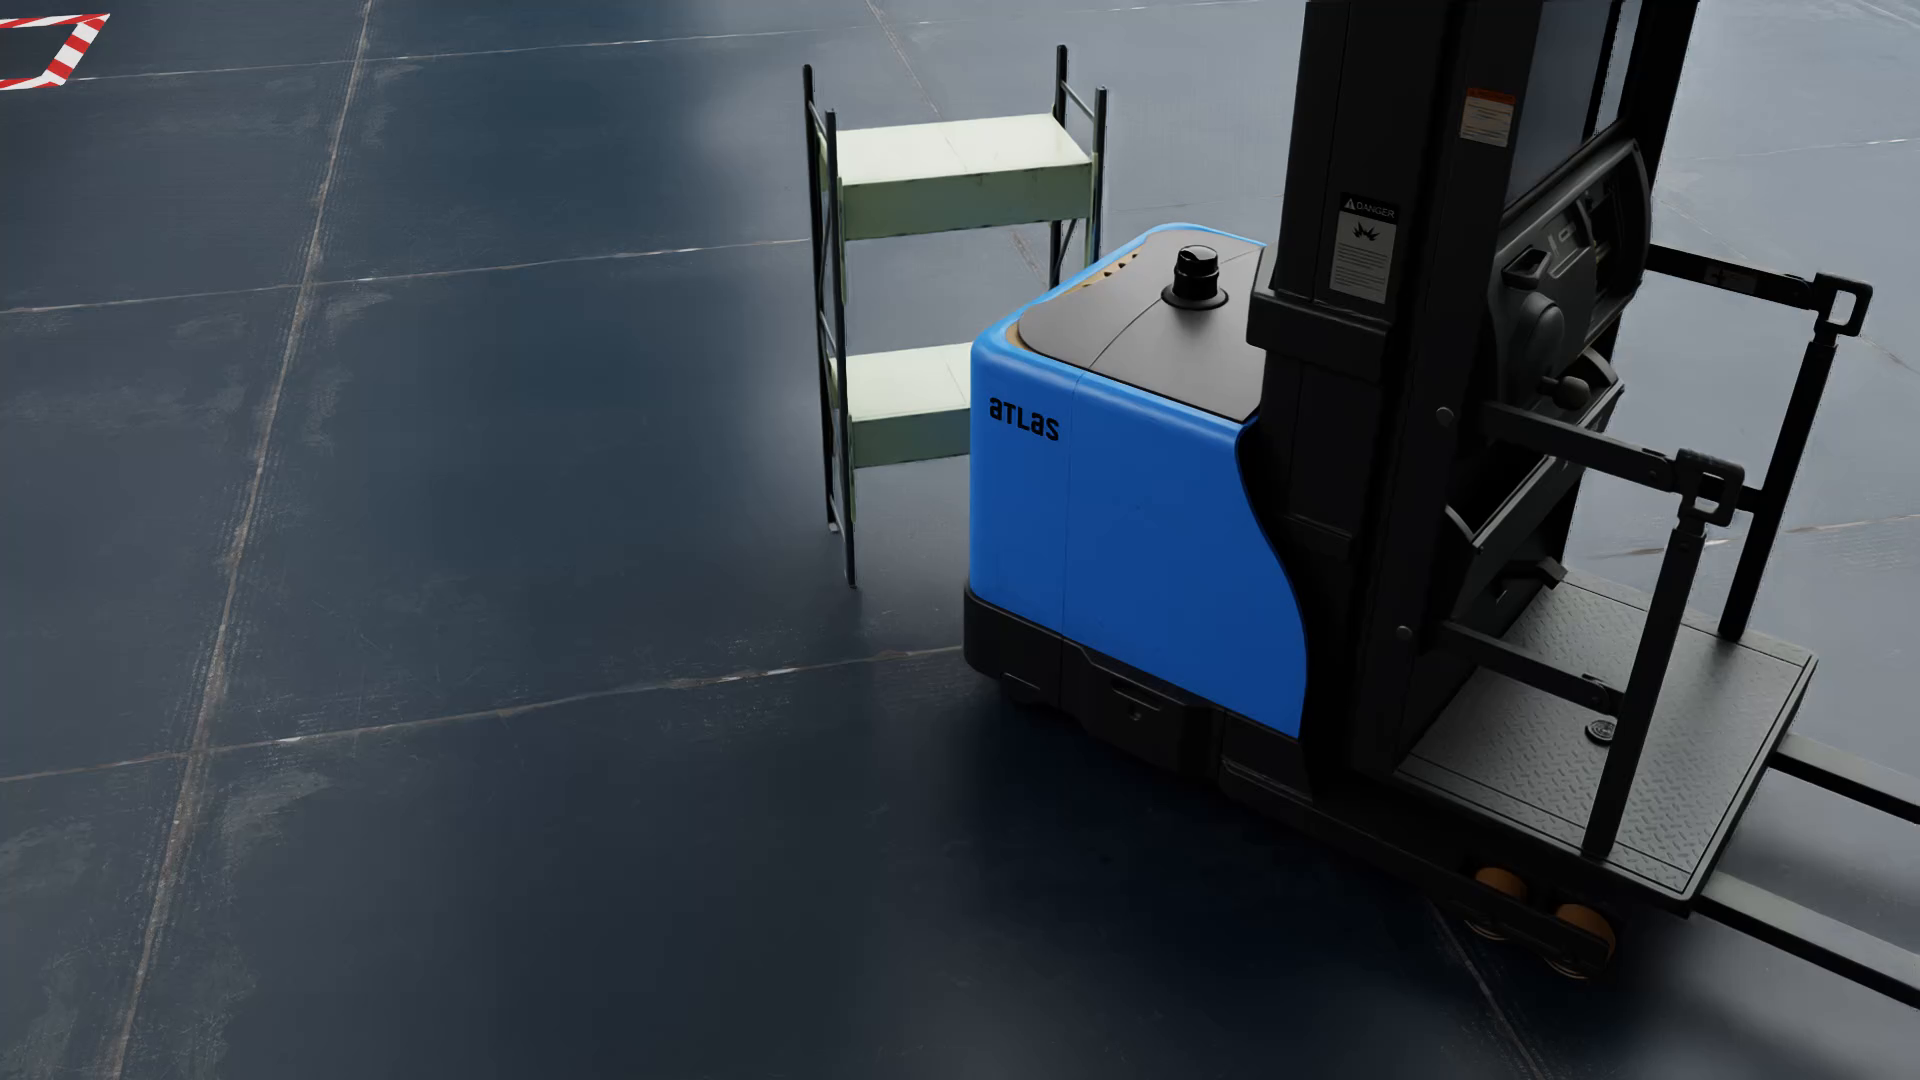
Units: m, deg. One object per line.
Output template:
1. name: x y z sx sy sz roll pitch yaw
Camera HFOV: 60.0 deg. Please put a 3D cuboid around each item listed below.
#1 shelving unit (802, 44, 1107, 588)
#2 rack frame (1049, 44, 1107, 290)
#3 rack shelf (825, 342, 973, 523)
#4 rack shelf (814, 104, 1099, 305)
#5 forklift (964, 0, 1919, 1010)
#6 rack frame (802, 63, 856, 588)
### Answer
1. shelving unit: -0.022 -0.632 4.918 0.755 1.500 0.431 -8 35 -11
2. rack frame: 0.333 -0.681 4.990 0.023 1.500 0.400 -8 35 -11
3. rack shelf: -0.022 -0.362 5.100 0.720 0.370 0.431 -8 35 -11
4. rack shelf: -0.022 -0.956 4.701 0.720 0.370 0.431 -8 35 -11
5. forklift: 1.491 -0.548 3.509 3.031 2.935 1.130 23 40 30
6. rack frame: -0.378 -0.584 4.846 0.023 1.500 0.400 -8 35 -11
